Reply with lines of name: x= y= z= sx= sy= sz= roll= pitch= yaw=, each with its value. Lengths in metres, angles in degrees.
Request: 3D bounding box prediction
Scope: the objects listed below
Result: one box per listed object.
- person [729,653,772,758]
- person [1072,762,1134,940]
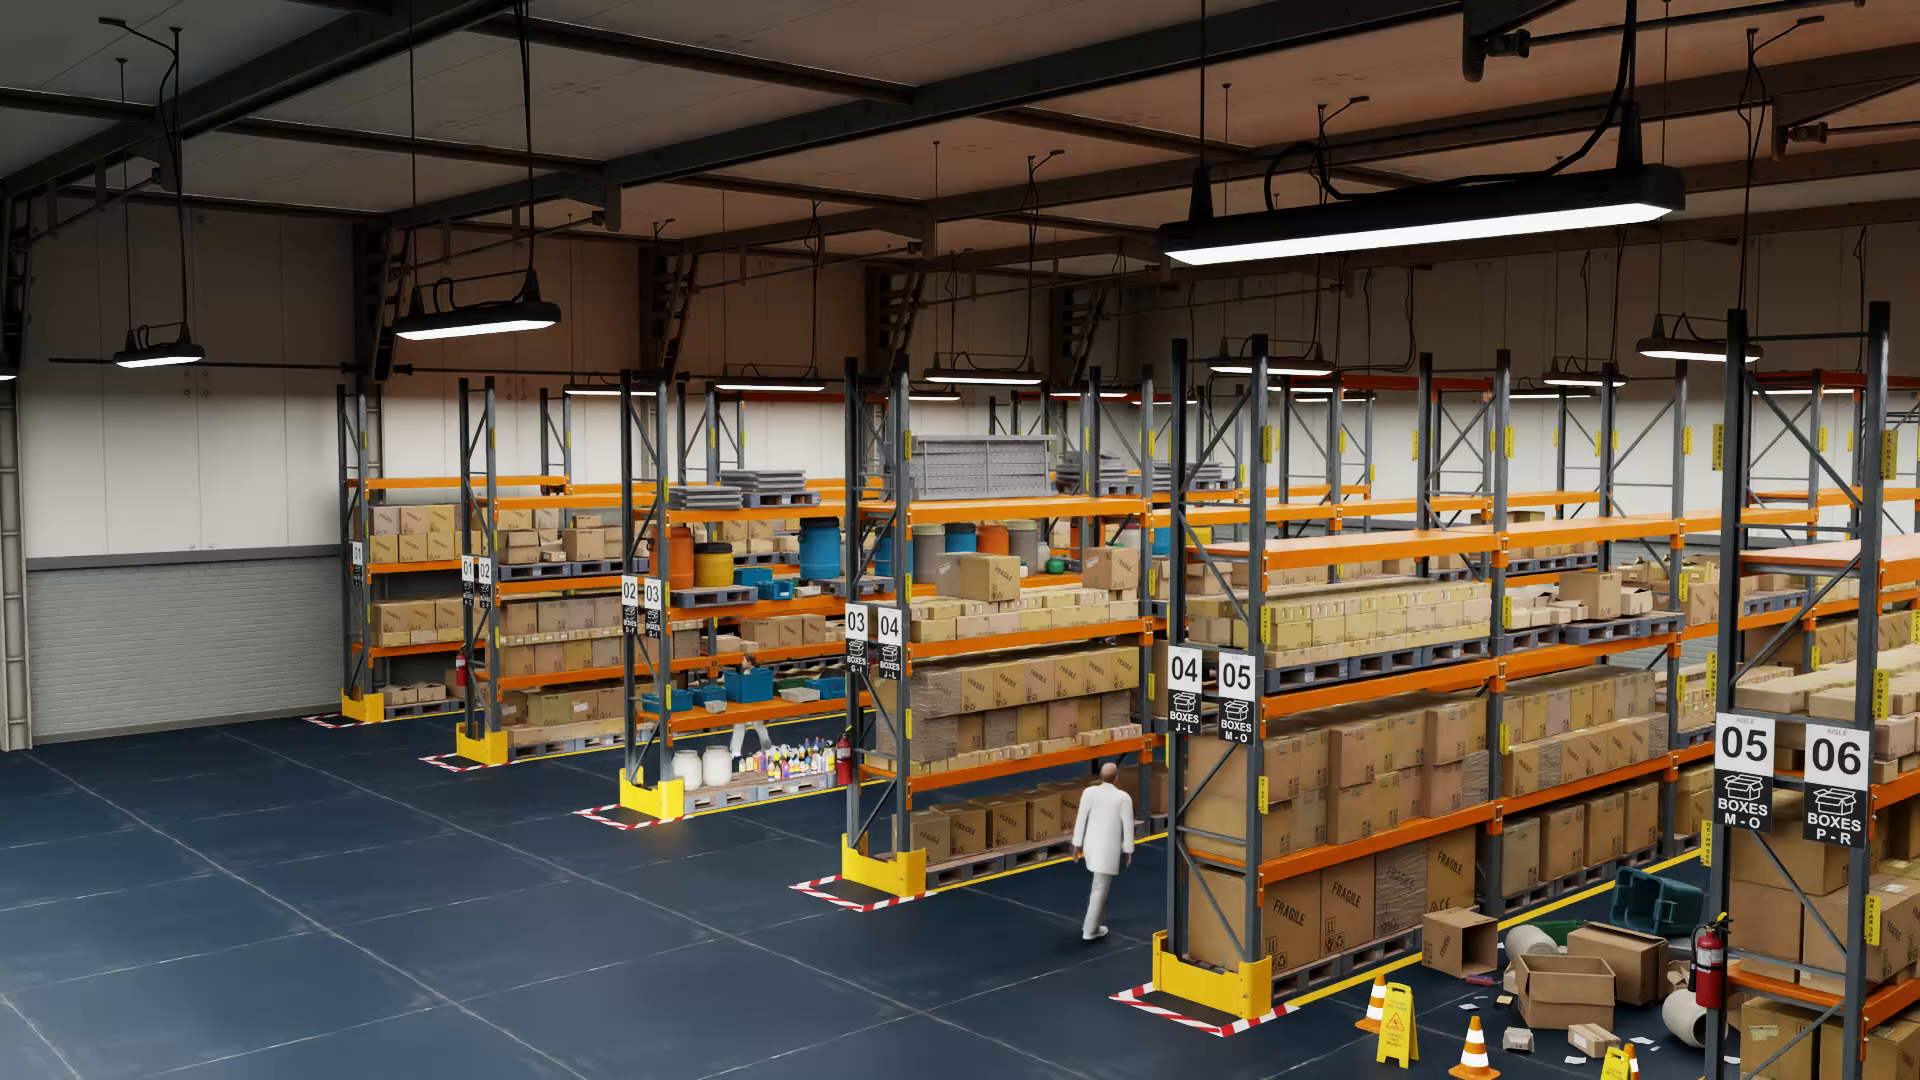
person: x=-3.355 y=2.610 z=26.230 sx=0.860 sy=1.655 sz=0.472 roll=-3 pitch=5 yaw=-35
person: x=1.453 y=3.181 z=16.929 sx=0.579 sy=1.814 sz=0.595 roll=3 pitch=5 yaw=38
